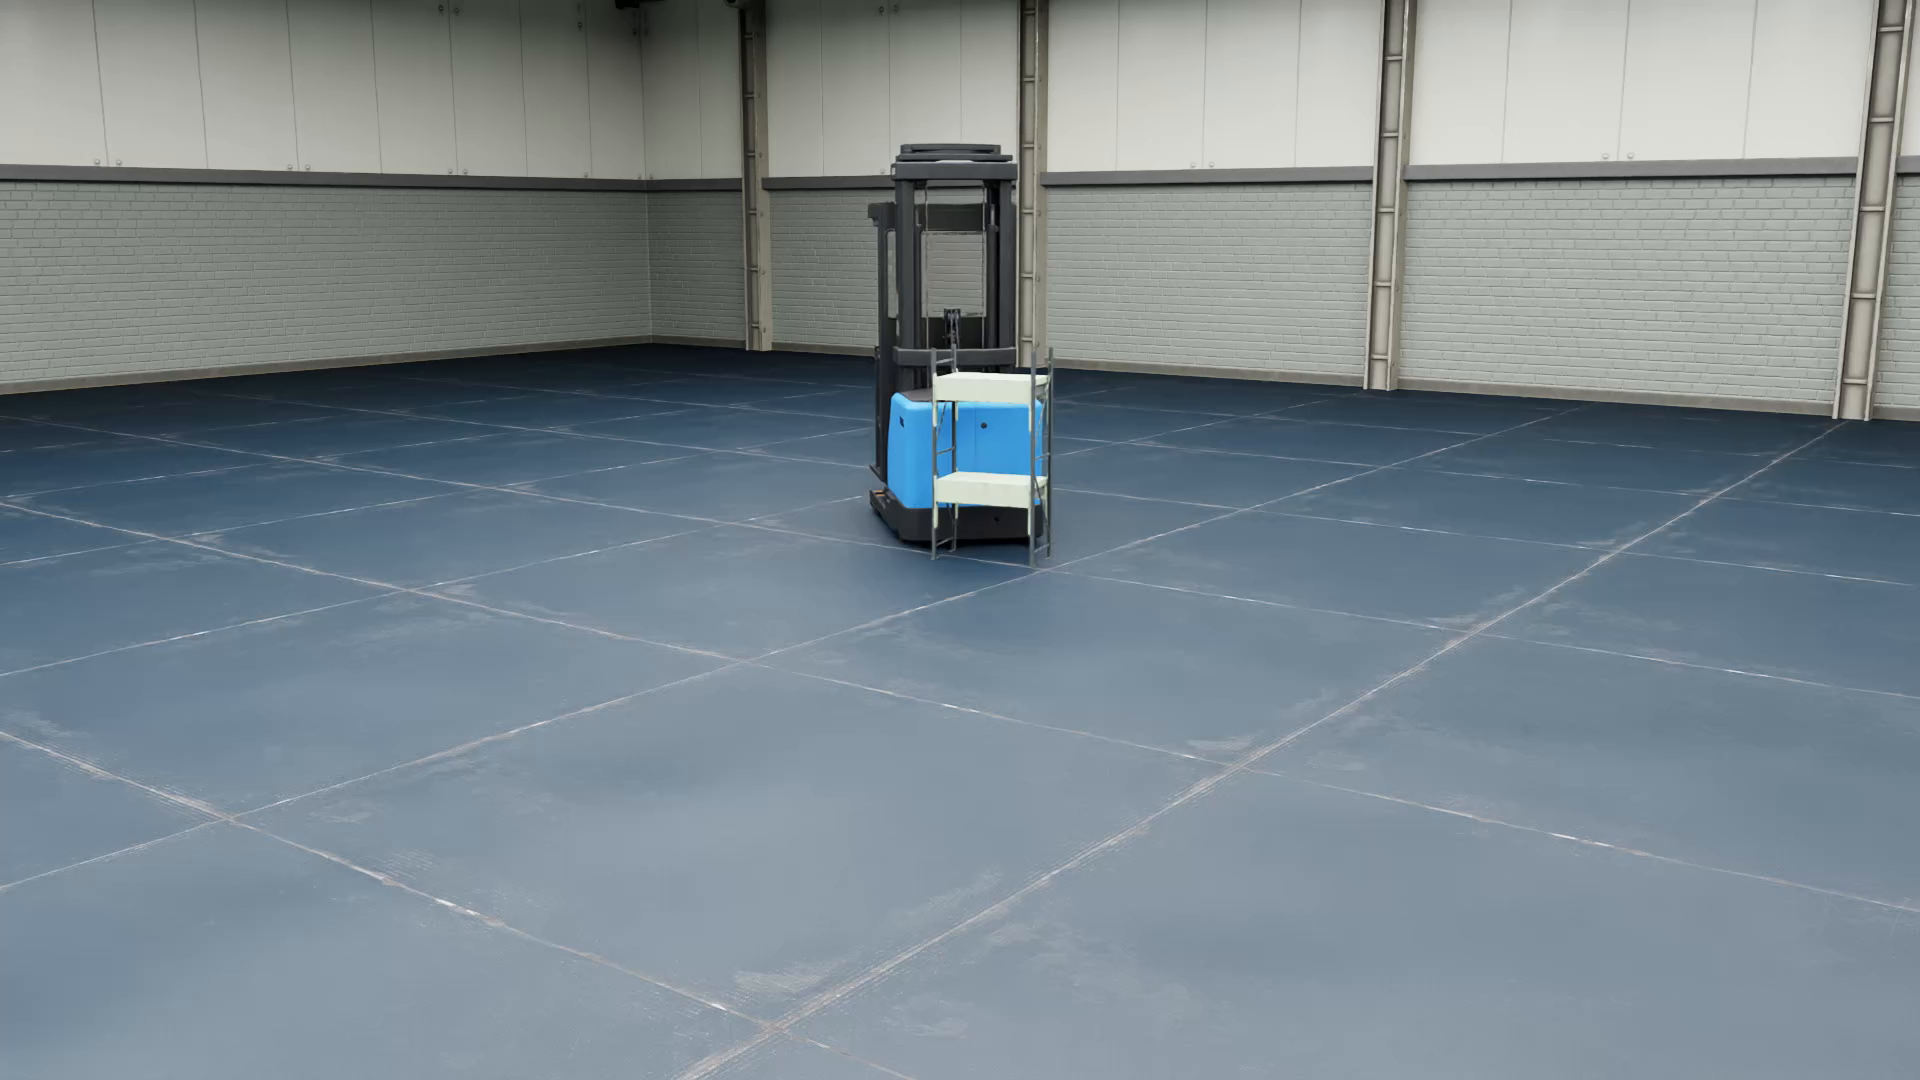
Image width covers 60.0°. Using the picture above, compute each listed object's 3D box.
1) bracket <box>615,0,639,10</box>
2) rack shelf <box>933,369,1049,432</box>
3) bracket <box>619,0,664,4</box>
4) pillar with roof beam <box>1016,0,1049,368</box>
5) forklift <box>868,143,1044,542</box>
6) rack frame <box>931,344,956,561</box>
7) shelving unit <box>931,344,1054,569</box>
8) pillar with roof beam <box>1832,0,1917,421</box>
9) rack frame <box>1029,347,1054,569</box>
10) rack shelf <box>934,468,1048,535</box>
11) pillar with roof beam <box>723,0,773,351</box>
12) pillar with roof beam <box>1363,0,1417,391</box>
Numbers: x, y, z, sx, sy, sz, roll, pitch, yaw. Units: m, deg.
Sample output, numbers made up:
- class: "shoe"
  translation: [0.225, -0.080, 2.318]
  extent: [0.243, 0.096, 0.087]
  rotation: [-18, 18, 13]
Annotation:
- class: "bracket"
  translation: [-6.148, -9.942, 30.752]
  extent: [0.430, 0.232, 0.235]
  rotation: [8, 13, 36]
- class: "rack shelf"
  translation: [0.227, -0.981, 11.597]
  extent: [0.720, 0.370, 0.431]
  rotation: [4, 12, 22]
- class: "bracket"
  translation: [-5.672, -9.876, 30.409]
  extent: [3.189, 0.066, 0.076]
  rotation: [8, 13, 36]
- class: "pillar with roof beam"
  translation: [-1.406, -6.583, 22.863]
  extent: [0.400, 9.000, 9.100]
  rotation: [8, 13, 36]
- class: "forklift"
  translation: [-0.142, -1.659, 13.386]
  extent: [1.130, 2.935, 3.031]
  rotation: [-2, 11, -10]
- class: "rack frame"
  translation: [-0.112, -0.624, 11.807]
  extent: [0.023, 1.500, 0.400]
  rotation: [4, 12, 22]
- class: "shelving unit"
  translation: [0.227, -0.598, 11.671]
  extent: [0.755, 1.500, 0.431]
  rotation: [4, 12, 22]
- class: "pillar with roof beam"
  translation: [8.266, -5.233, 15.889]
  extent: [0.400, 9.000, 9.100]
  rotation: [8, 13, 36]
- class: "rack frame"
  translation: [0.565, -0.571, 11.535]
  extent: [0.023, 1.500, 0.400]
  rotation: [4, 12, 22]
- class: "rack shelf"
  translation: [0.227, -0.278, 11.733]
  extent: [0.720, 0.370, 0.431]
  rotation: [4, 12, 22]
- class: "pillar with roof beam"
  translation: [-6.242, -7.257, 26.350]
  extent: [0.548, 9.000, 9.100]
  rotation: [8, 13, 36]
- class: "pillar with roof beam"
  translation: [3.430, -5.908, 19.376]
  extent: [0.400, 9.000, 9.100]
  rotation: [8, 13, 36]
